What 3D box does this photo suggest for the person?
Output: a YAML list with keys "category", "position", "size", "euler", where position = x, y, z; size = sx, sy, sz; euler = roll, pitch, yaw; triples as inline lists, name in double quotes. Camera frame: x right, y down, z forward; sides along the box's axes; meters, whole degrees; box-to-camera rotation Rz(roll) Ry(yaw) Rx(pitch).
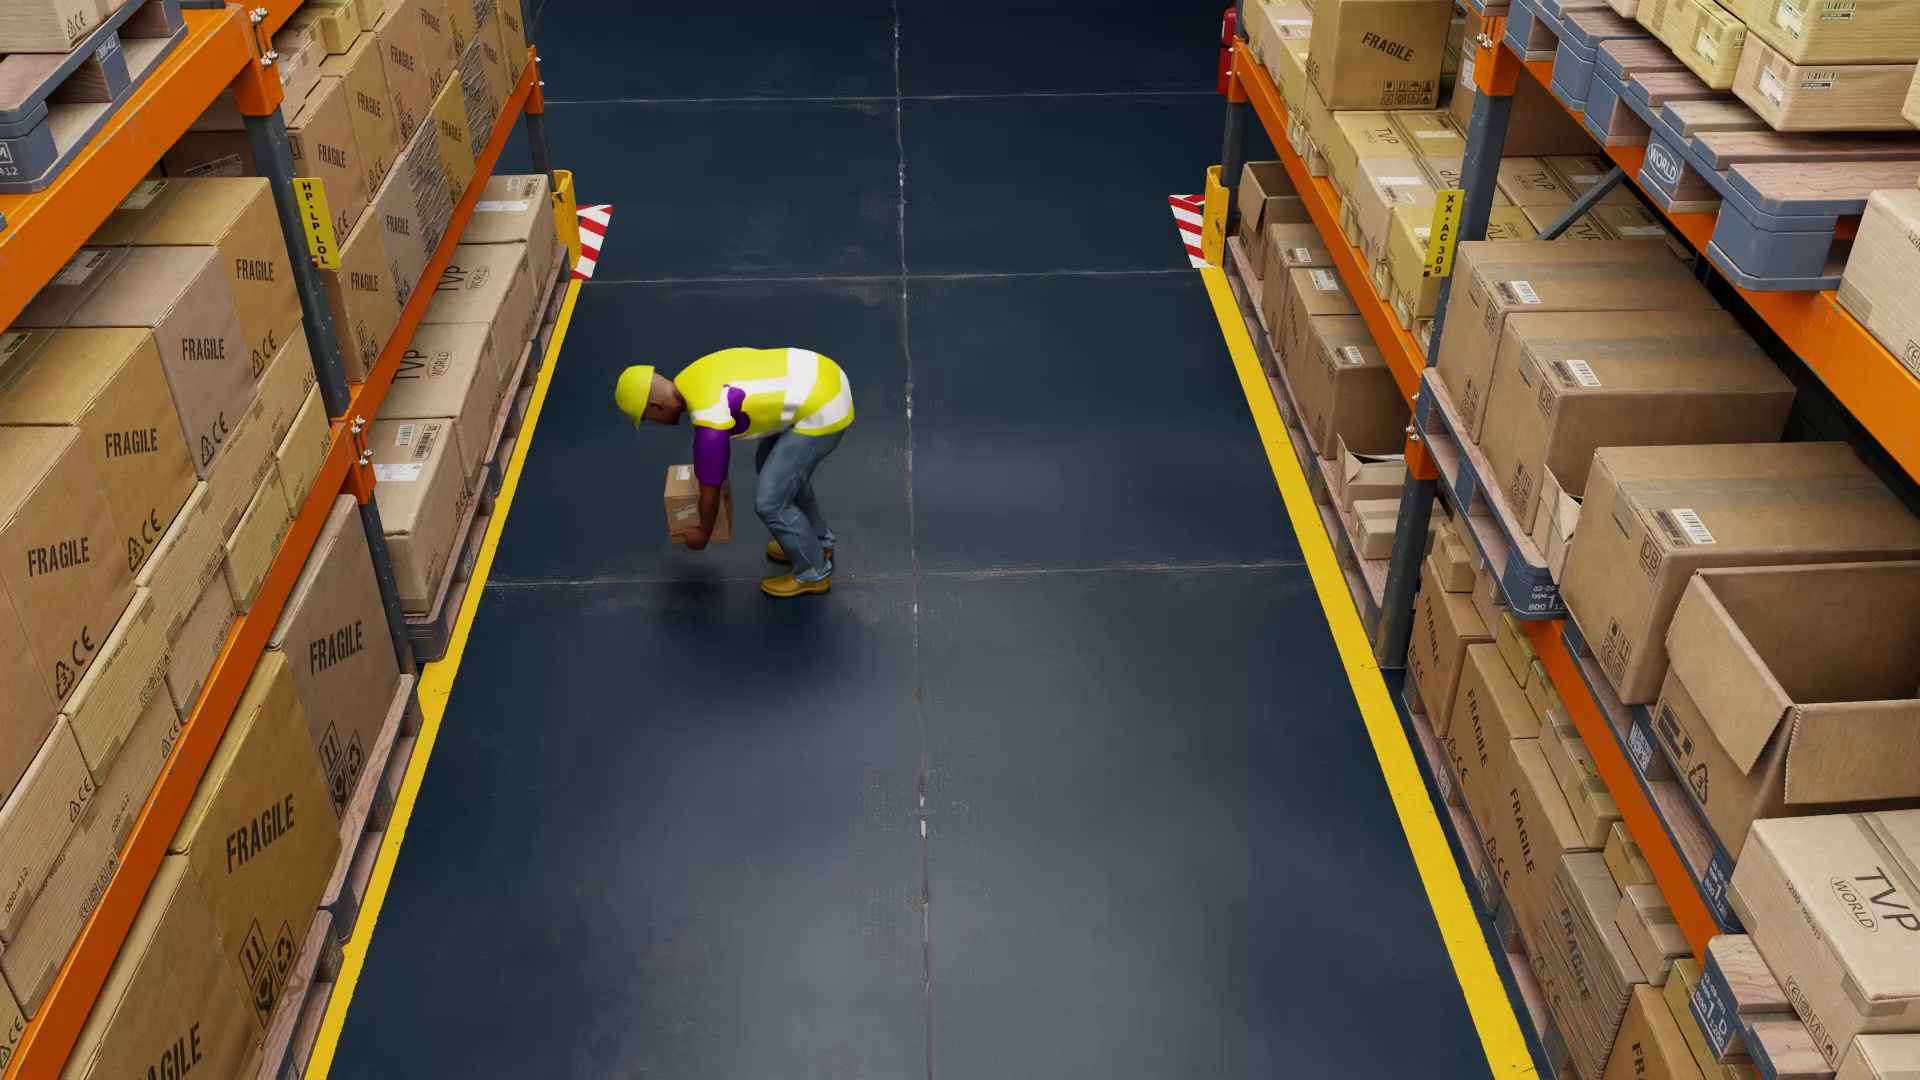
- category: "person"
  position: [-0.935, -0.293, 7.122]
  size: [0.981, 1.096, 0.478]
  euler: [-3, 35, -4]
